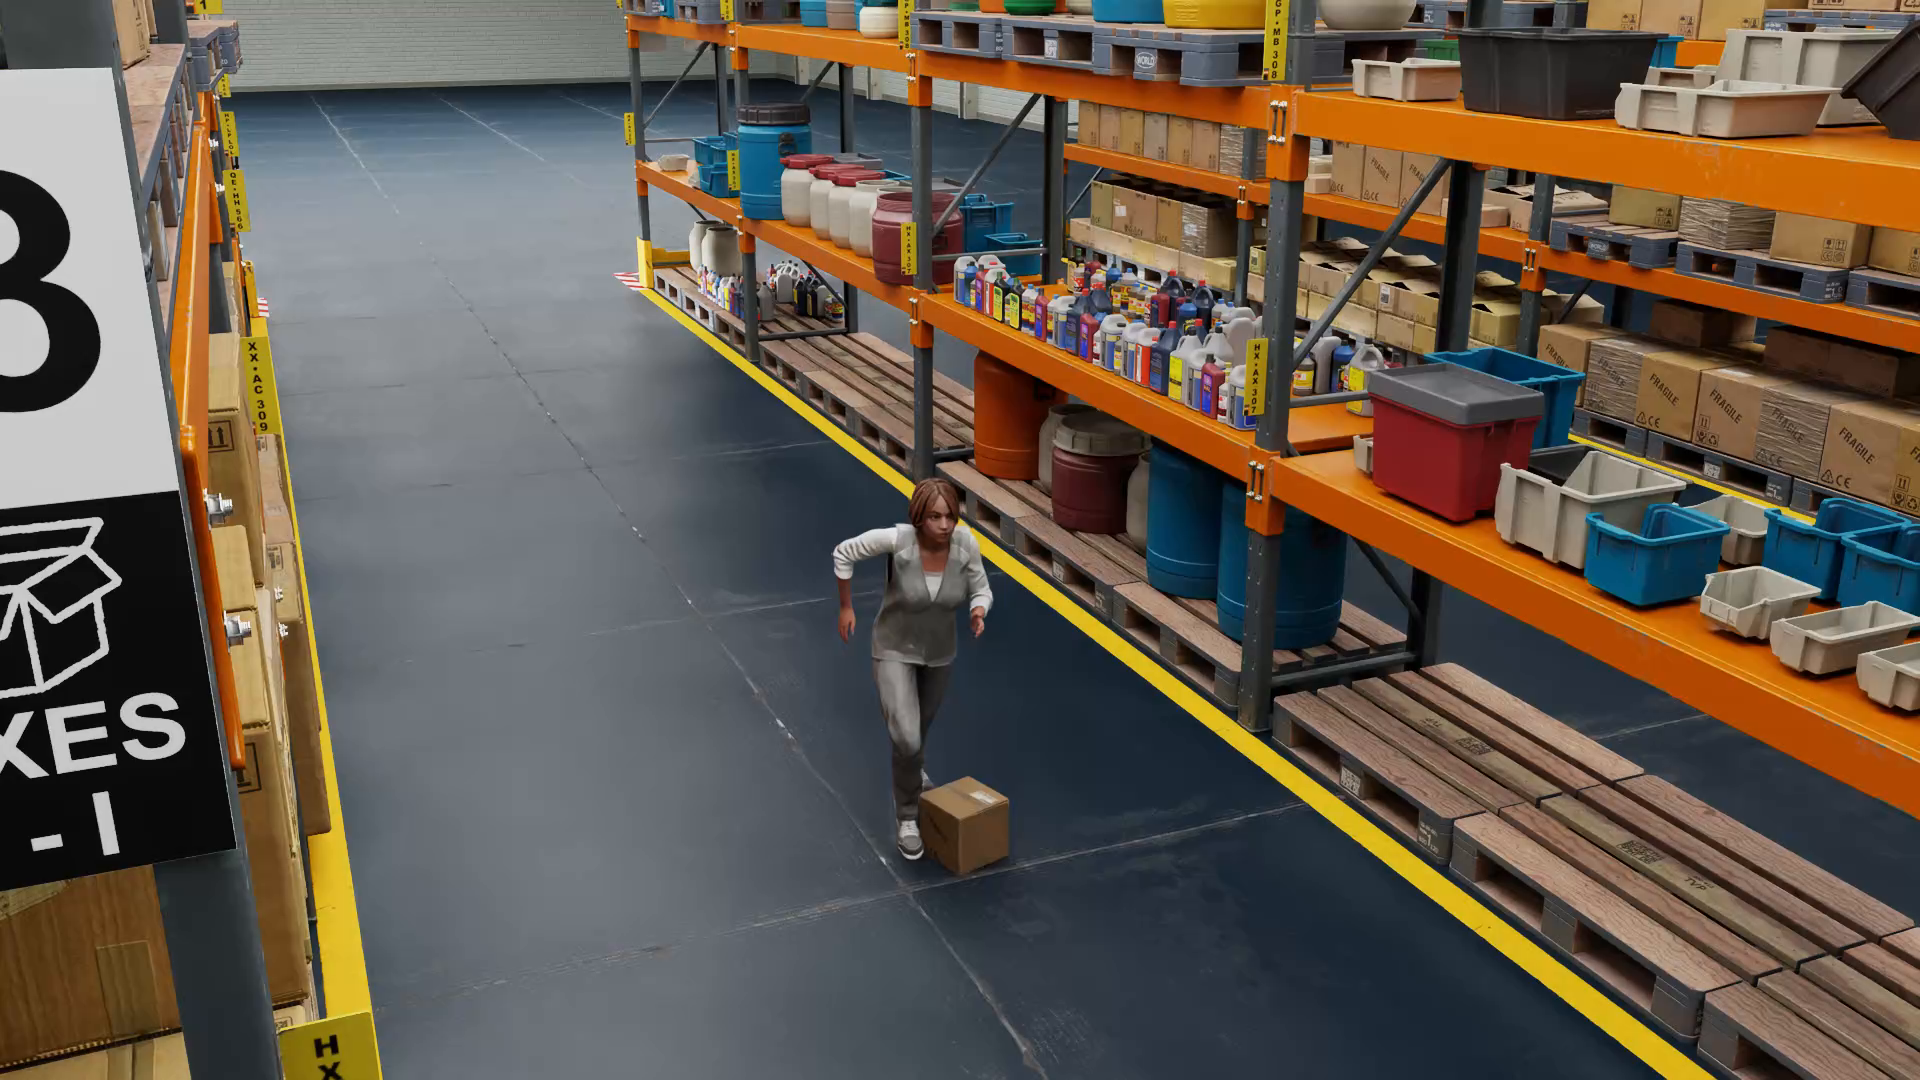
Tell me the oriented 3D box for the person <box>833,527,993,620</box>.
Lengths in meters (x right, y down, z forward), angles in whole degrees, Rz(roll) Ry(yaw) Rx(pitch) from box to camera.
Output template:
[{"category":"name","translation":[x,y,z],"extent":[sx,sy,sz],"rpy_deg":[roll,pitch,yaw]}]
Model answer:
[{"category":"person","translation":[-0.160,0.183,6.259],"extent":[0.530,0.546,0.422],"rpy_deg":[-9,21,-25]}]
